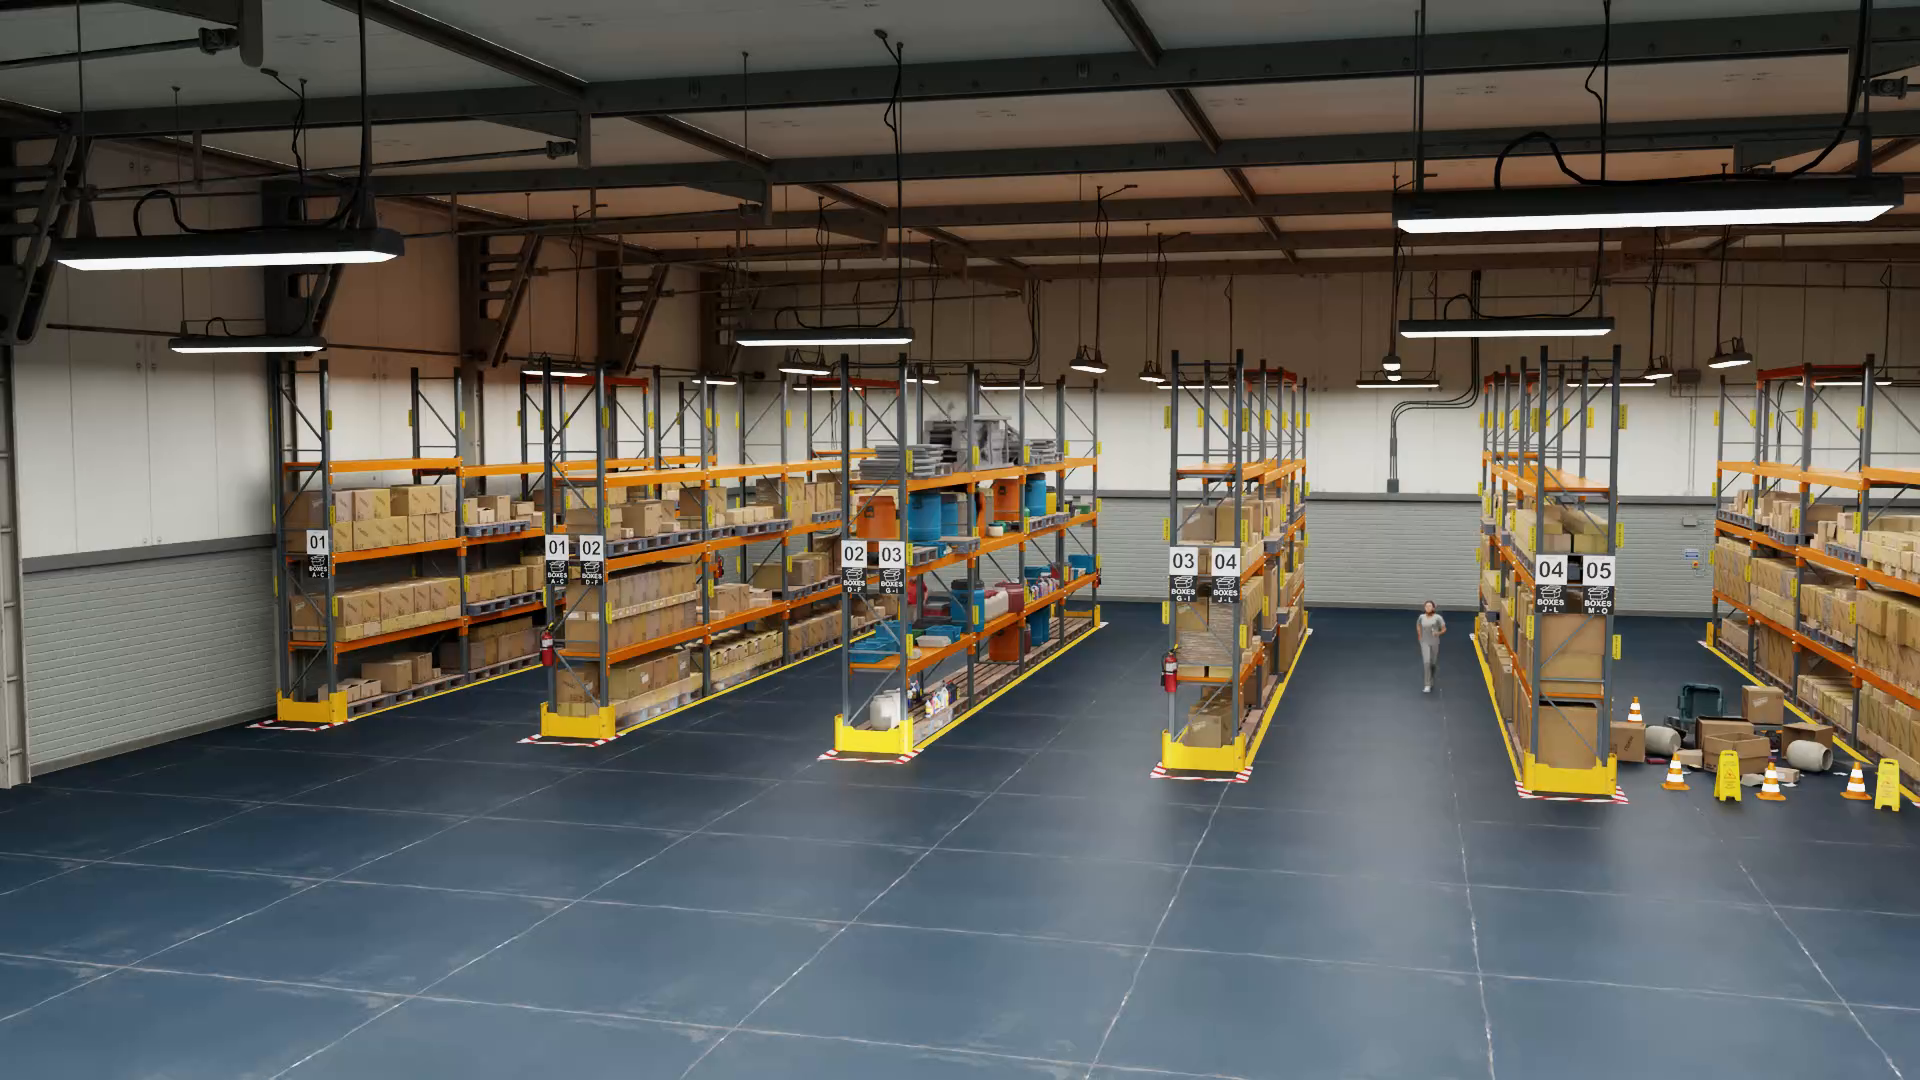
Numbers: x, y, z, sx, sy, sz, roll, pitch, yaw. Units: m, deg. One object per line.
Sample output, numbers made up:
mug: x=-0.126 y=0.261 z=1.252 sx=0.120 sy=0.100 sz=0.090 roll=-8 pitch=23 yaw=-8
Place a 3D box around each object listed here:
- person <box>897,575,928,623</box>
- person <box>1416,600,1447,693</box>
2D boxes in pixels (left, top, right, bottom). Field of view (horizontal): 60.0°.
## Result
person: x=-1.033 y=1.545 z=36.196 sx=0.654 sy=1.758 sz=0.894 roll=0 pitch=4 yaw=2
person: x=8.750 y=1.953 z=30.908 sx=0.560 sy=1.675 sz=0.863 roll=2 pitch=4 yaw=21
